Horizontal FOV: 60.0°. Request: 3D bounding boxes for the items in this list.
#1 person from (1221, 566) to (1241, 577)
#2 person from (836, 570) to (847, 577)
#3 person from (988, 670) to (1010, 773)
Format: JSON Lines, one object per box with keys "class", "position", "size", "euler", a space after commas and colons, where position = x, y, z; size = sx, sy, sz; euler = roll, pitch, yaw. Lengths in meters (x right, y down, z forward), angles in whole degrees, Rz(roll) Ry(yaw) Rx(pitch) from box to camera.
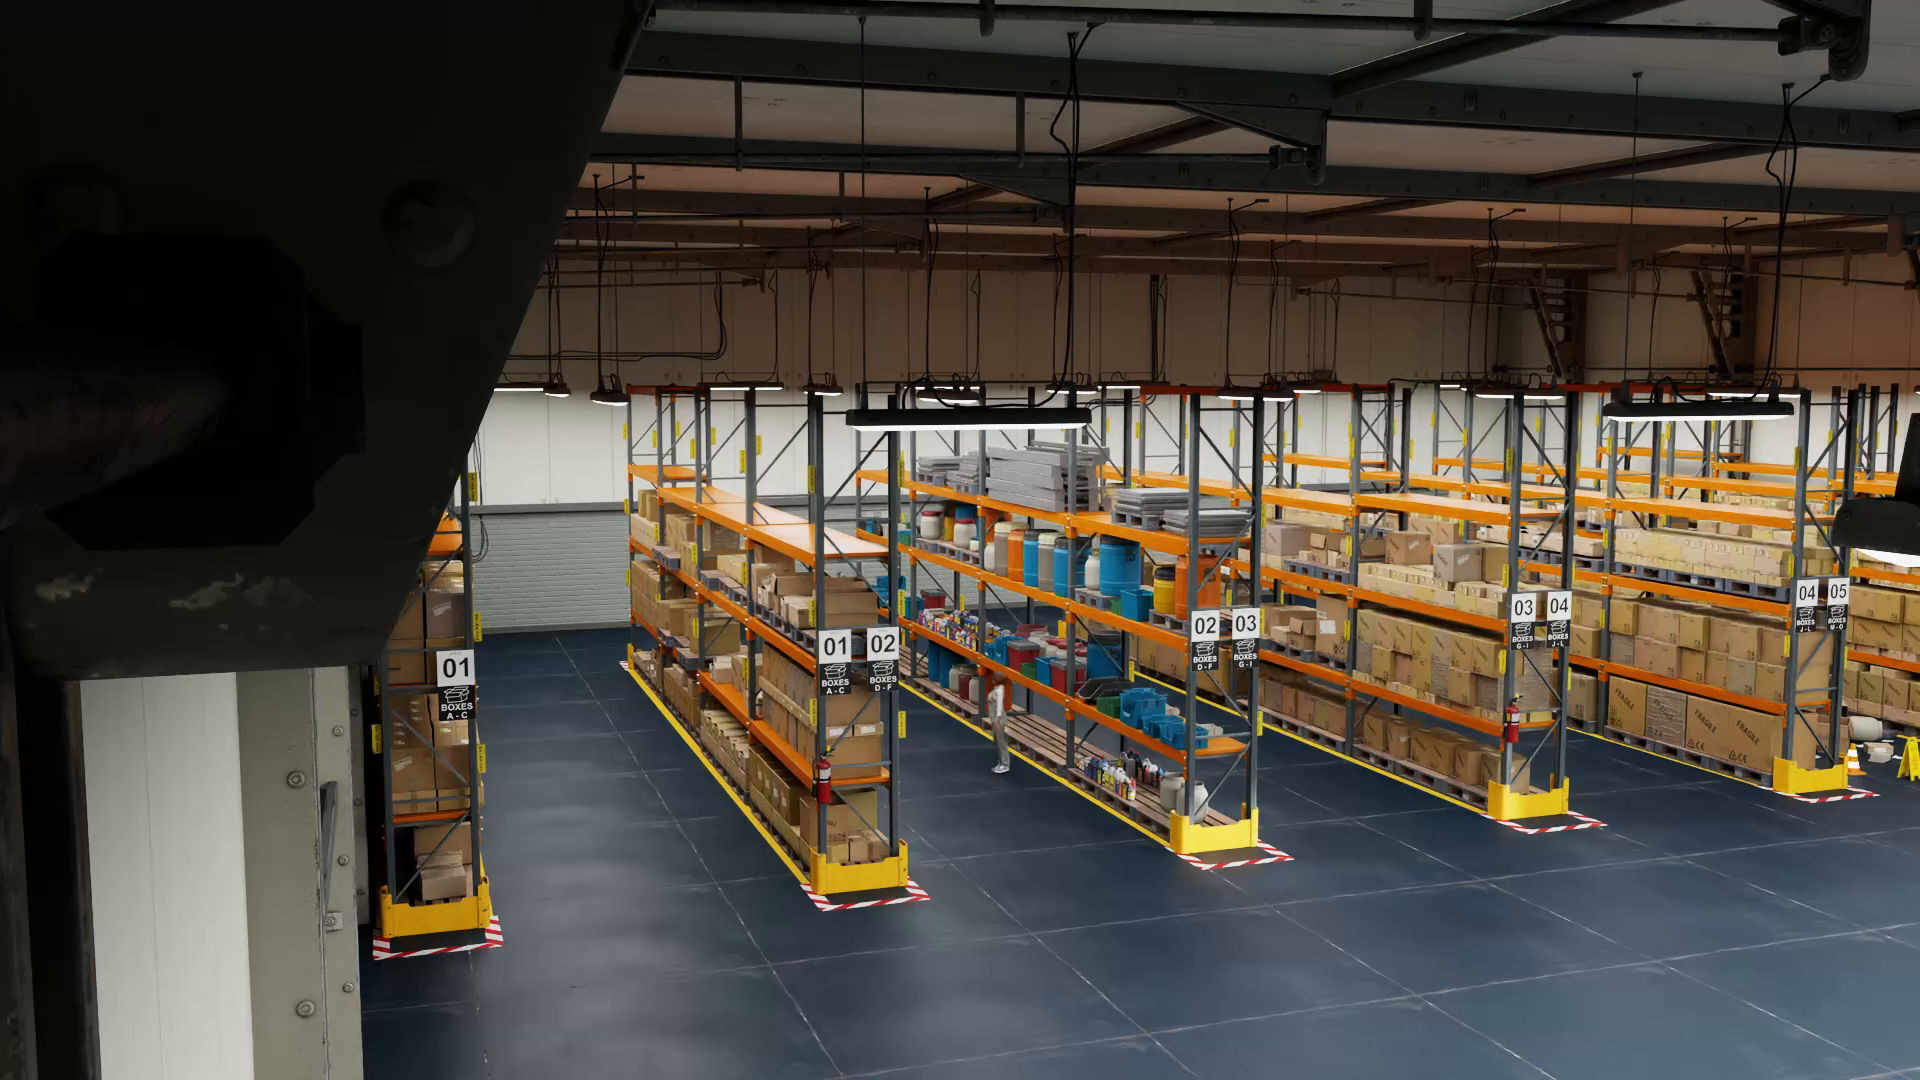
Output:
{"class": "person", "position": [6.662, 1.194, 41.033], "size": [0.635, 1.759, 0.436], "euler": [-2, 6, -20]}
{"class": "person", "position": [-2.649, 1.546, 37.929], "size": [0.614, 1.743, 0.998], "euler": [2, 6, 18]}
{"class": "person", "position": [0.612, 2.855, 26.065], "size": [0.356, 1.630, 0.514], "euler": [0, 6, -4]}
